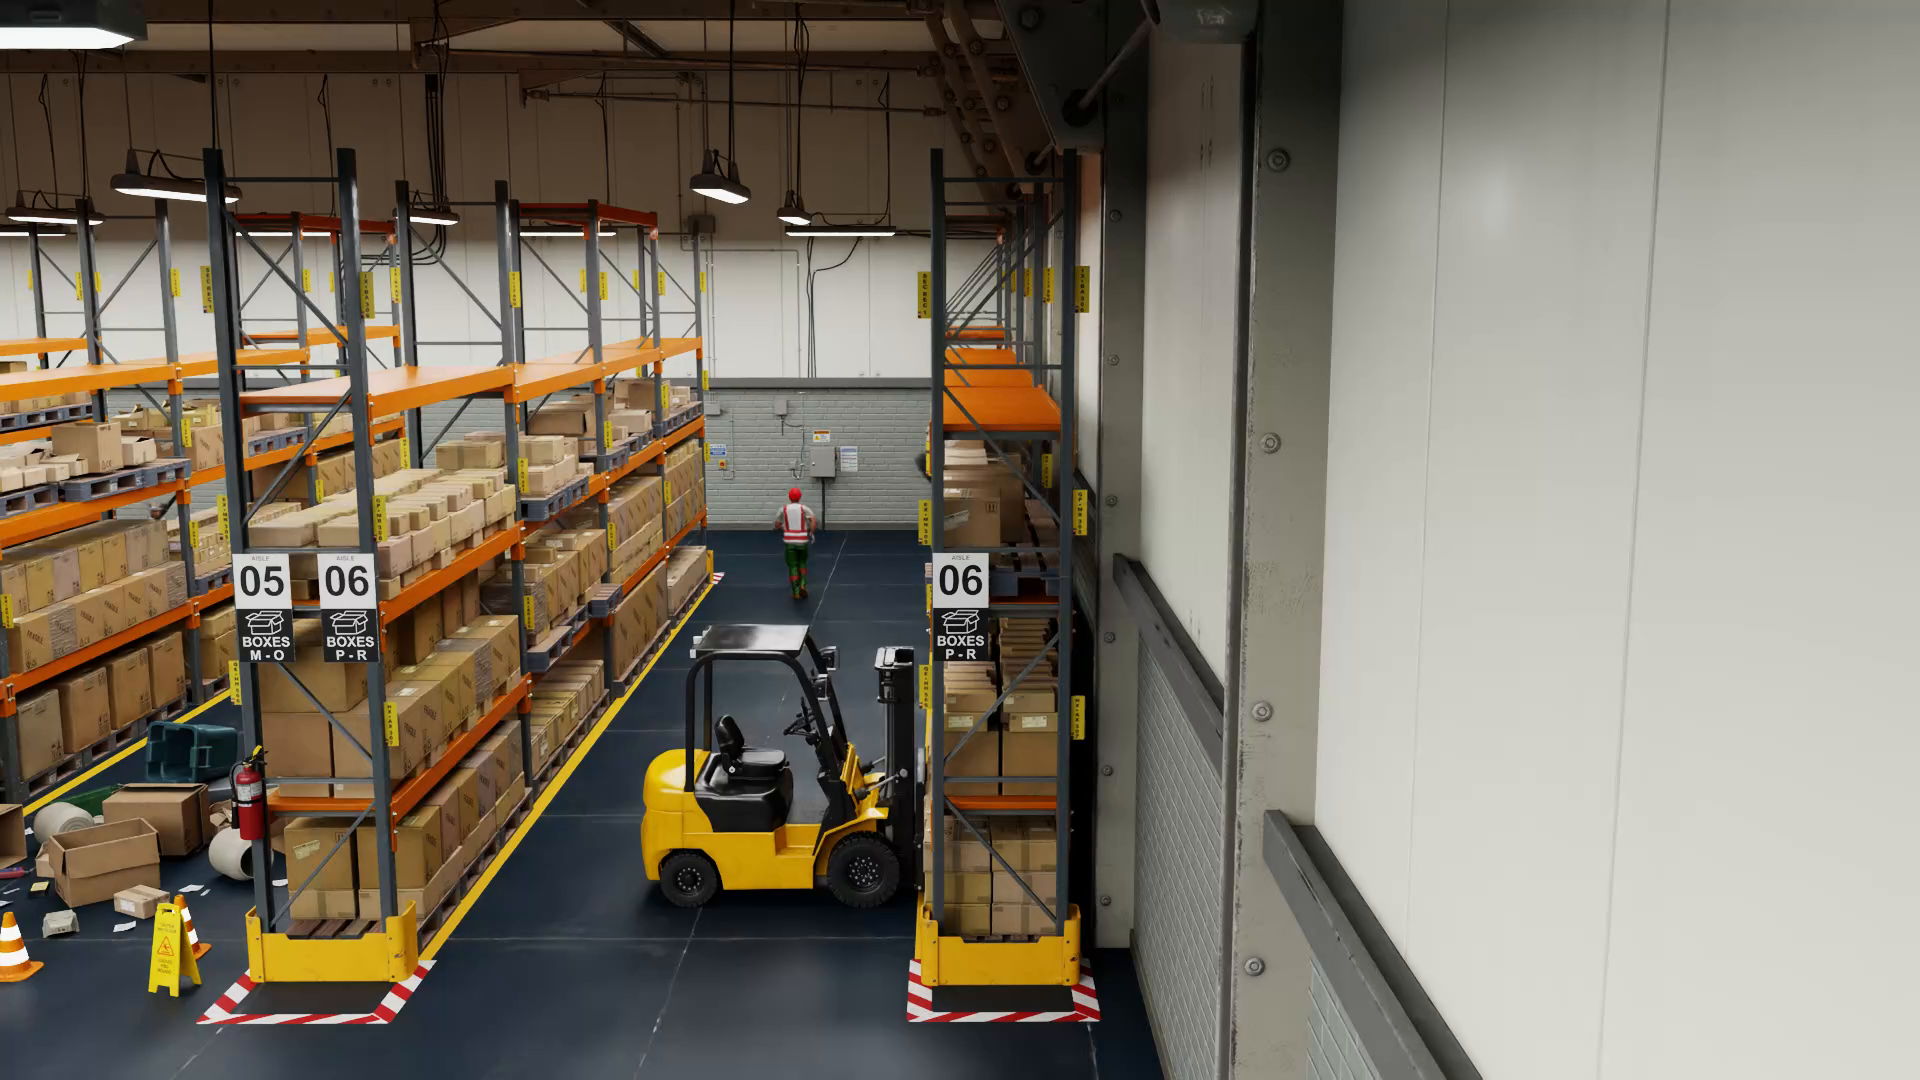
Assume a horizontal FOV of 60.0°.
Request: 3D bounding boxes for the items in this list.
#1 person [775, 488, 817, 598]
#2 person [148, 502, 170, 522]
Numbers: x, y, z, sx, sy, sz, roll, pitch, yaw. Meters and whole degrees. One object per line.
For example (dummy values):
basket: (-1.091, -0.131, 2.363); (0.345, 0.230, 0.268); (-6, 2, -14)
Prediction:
person: (-2.625, 0.061, 26.529); (0.642, 1.812, 0.740); (-2, 9, -10)
person: (-12.364, 0.240, 25.703); (0.585, 1.695, 0.715); (0, 9, -2)
